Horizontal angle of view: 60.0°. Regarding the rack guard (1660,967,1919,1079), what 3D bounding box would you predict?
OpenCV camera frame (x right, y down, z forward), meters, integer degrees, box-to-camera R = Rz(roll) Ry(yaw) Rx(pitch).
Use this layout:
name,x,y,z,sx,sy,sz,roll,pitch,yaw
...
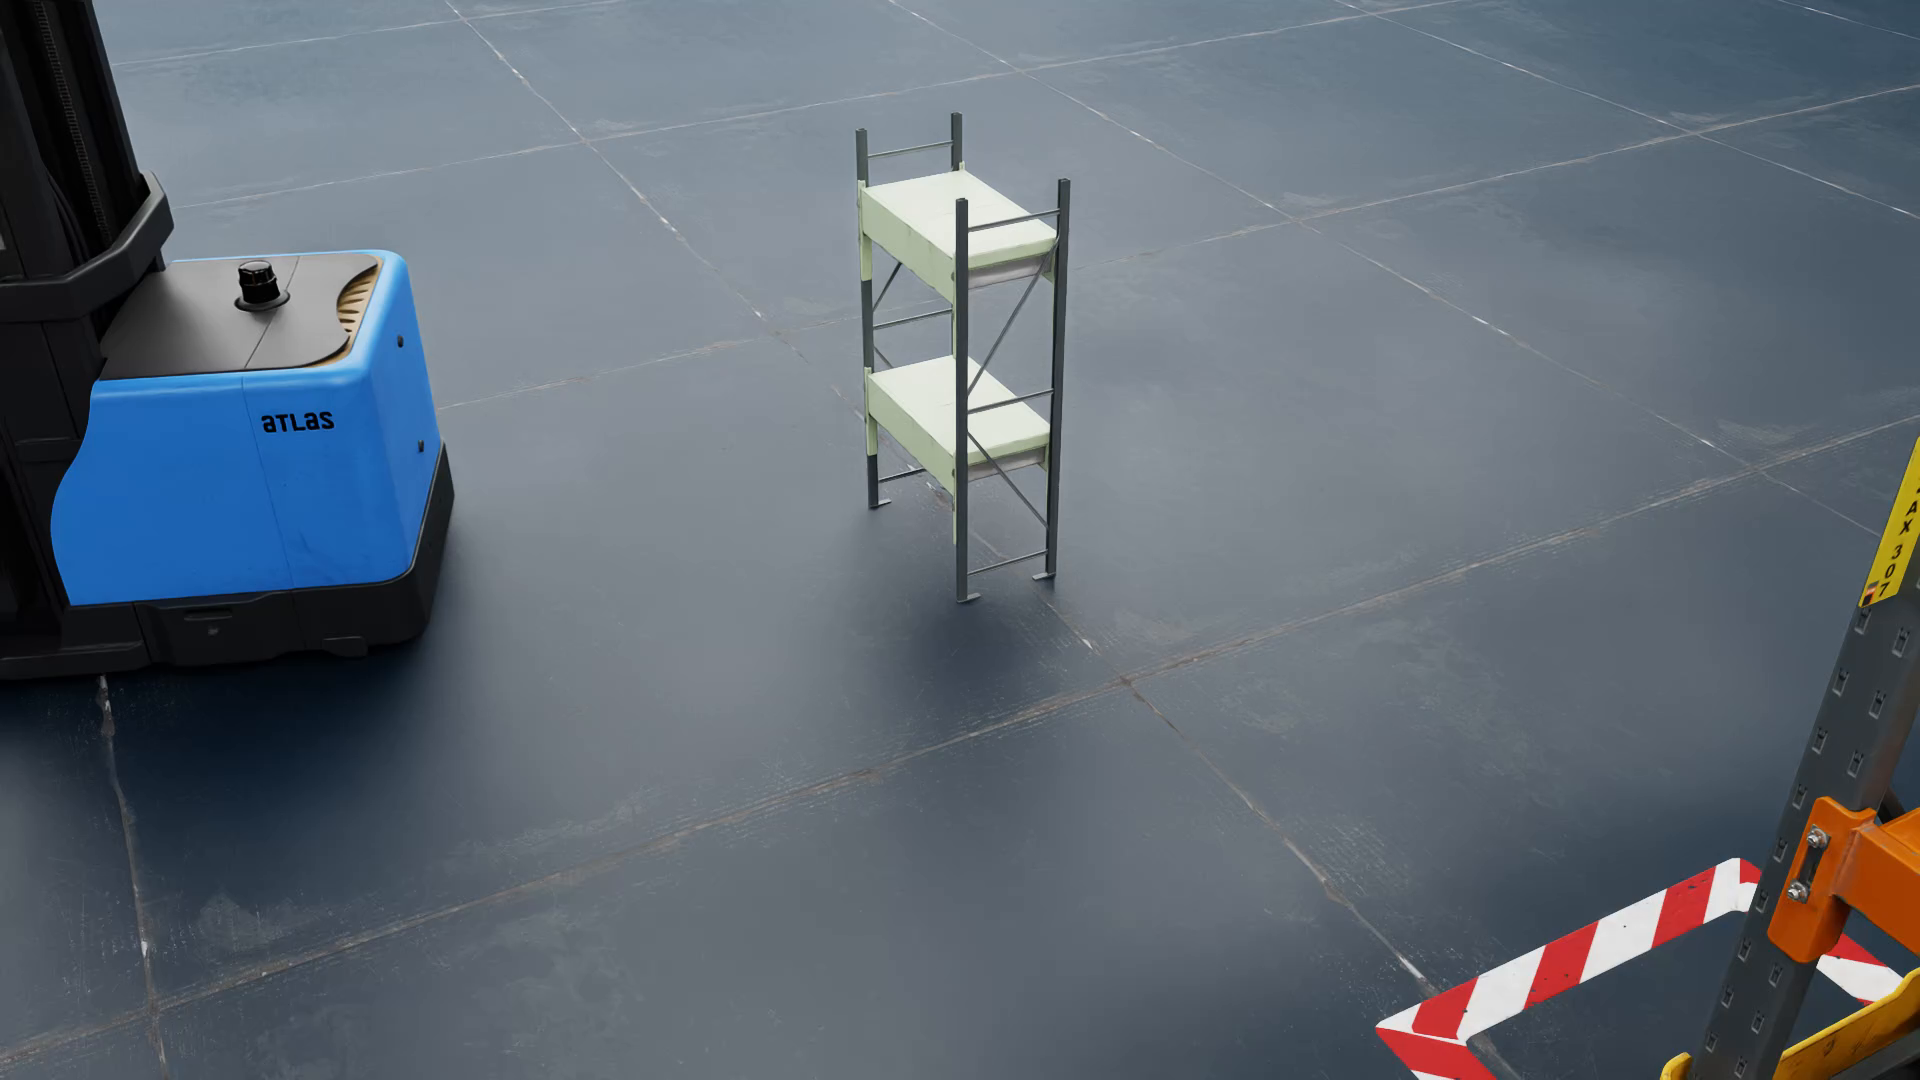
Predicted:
name,x,y,z,sx,sy,sz,roll,pitch,yaw
rack guard,2.069,1.281,3.787,1.175,0.500,0.348,-16,36,-23

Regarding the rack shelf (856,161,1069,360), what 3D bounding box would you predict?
name,x,y,z,sx,sy,sz,roll,pitch,yaw
rack shelf,-0.003,-0.963,5.640,0.431,0.370,0.720,-16,36,-23

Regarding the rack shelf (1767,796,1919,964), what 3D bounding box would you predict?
name,x,y,z,sx,sy,sz,roll,pitch,yaw
rack shelf,2.966,1.449,1.874,1.077,0.370,4.000,-16,36,-23

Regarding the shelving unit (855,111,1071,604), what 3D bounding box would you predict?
name,x,y,z,sx,sy,sz,roll,pitch,yaw
shelving unit,-0.003,-0.635,5.850,0.431,1.500,0.755,-16,36,-23

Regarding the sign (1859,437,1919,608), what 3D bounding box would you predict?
name,x,y,z,sx,sy,sz,roll,pitch,yaw
sign,1.553,-0.036,2.723,0.100,0.325,0.005,-16,36,-23

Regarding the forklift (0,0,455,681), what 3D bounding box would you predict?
name,x,y,z,sx,sy,sz,roll,pitch,yaw
forklift,-3.378,-0.999,5.093,3.031,2.935,1.130,-4,33,-7

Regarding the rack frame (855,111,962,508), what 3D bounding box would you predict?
name,x,y,z,sx,sy,sz,roll,pitch,yaw
rack frame,-0.174,-0.809,6.123,0.400,1.500,0.023,-16,36,-23

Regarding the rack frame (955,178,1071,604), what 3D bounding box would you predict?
name,x,y,z,sx,sy,sz,roll,pitch,yaw
rack frame,0.168,-0.460,5.578,0.400,1.500,0.023,-16,36,-23

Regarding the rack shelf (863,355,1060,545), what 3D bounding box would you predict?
name,x,y,z,sx,sy,sz,roll,pitch,yaw
rack shelf,-0.003,-0.360,6.026,0.431,0.370,0.720,-16,36,-23
